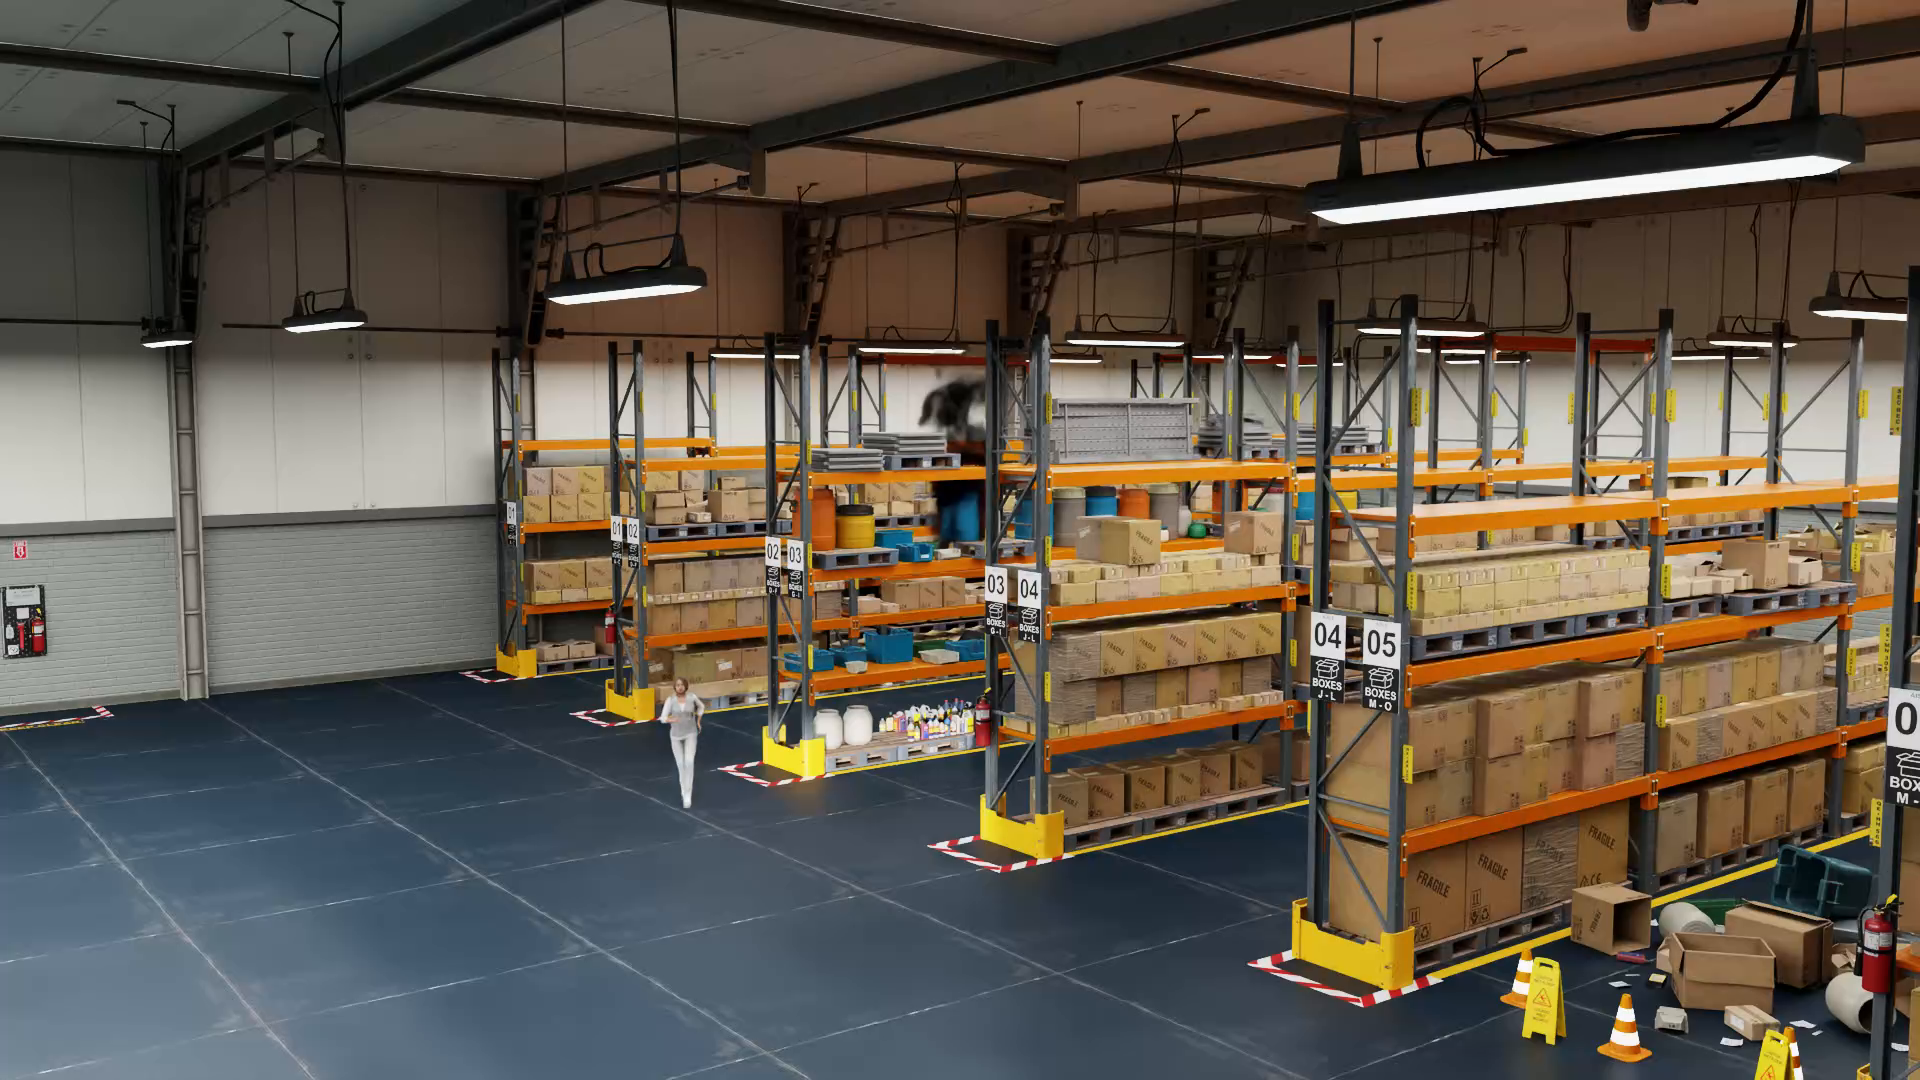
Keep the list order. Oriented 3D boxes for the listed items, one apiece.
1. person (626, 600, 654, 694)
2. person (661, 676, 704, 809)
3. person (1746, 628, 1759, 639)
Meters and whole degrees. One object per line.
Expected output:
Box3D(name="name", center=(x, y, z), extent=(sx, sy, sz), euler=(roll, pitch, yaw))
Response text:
Box3D(name="person", center=(-5.460, 1.802, 28.914), extent=(0.605, 1.695, 0.835), euler=(5, 7, 43))
Box3D(name="person", center=(-3.499, 2.519, 20.985), extent=(0.510, 1.638, 0.706), euler=(0, 5, -2))
Box3D(name="person", center=(11.938, 2.106, 25.069), extent=(0.699, 1.738, 0.758), euler=(4, 7, 41))
